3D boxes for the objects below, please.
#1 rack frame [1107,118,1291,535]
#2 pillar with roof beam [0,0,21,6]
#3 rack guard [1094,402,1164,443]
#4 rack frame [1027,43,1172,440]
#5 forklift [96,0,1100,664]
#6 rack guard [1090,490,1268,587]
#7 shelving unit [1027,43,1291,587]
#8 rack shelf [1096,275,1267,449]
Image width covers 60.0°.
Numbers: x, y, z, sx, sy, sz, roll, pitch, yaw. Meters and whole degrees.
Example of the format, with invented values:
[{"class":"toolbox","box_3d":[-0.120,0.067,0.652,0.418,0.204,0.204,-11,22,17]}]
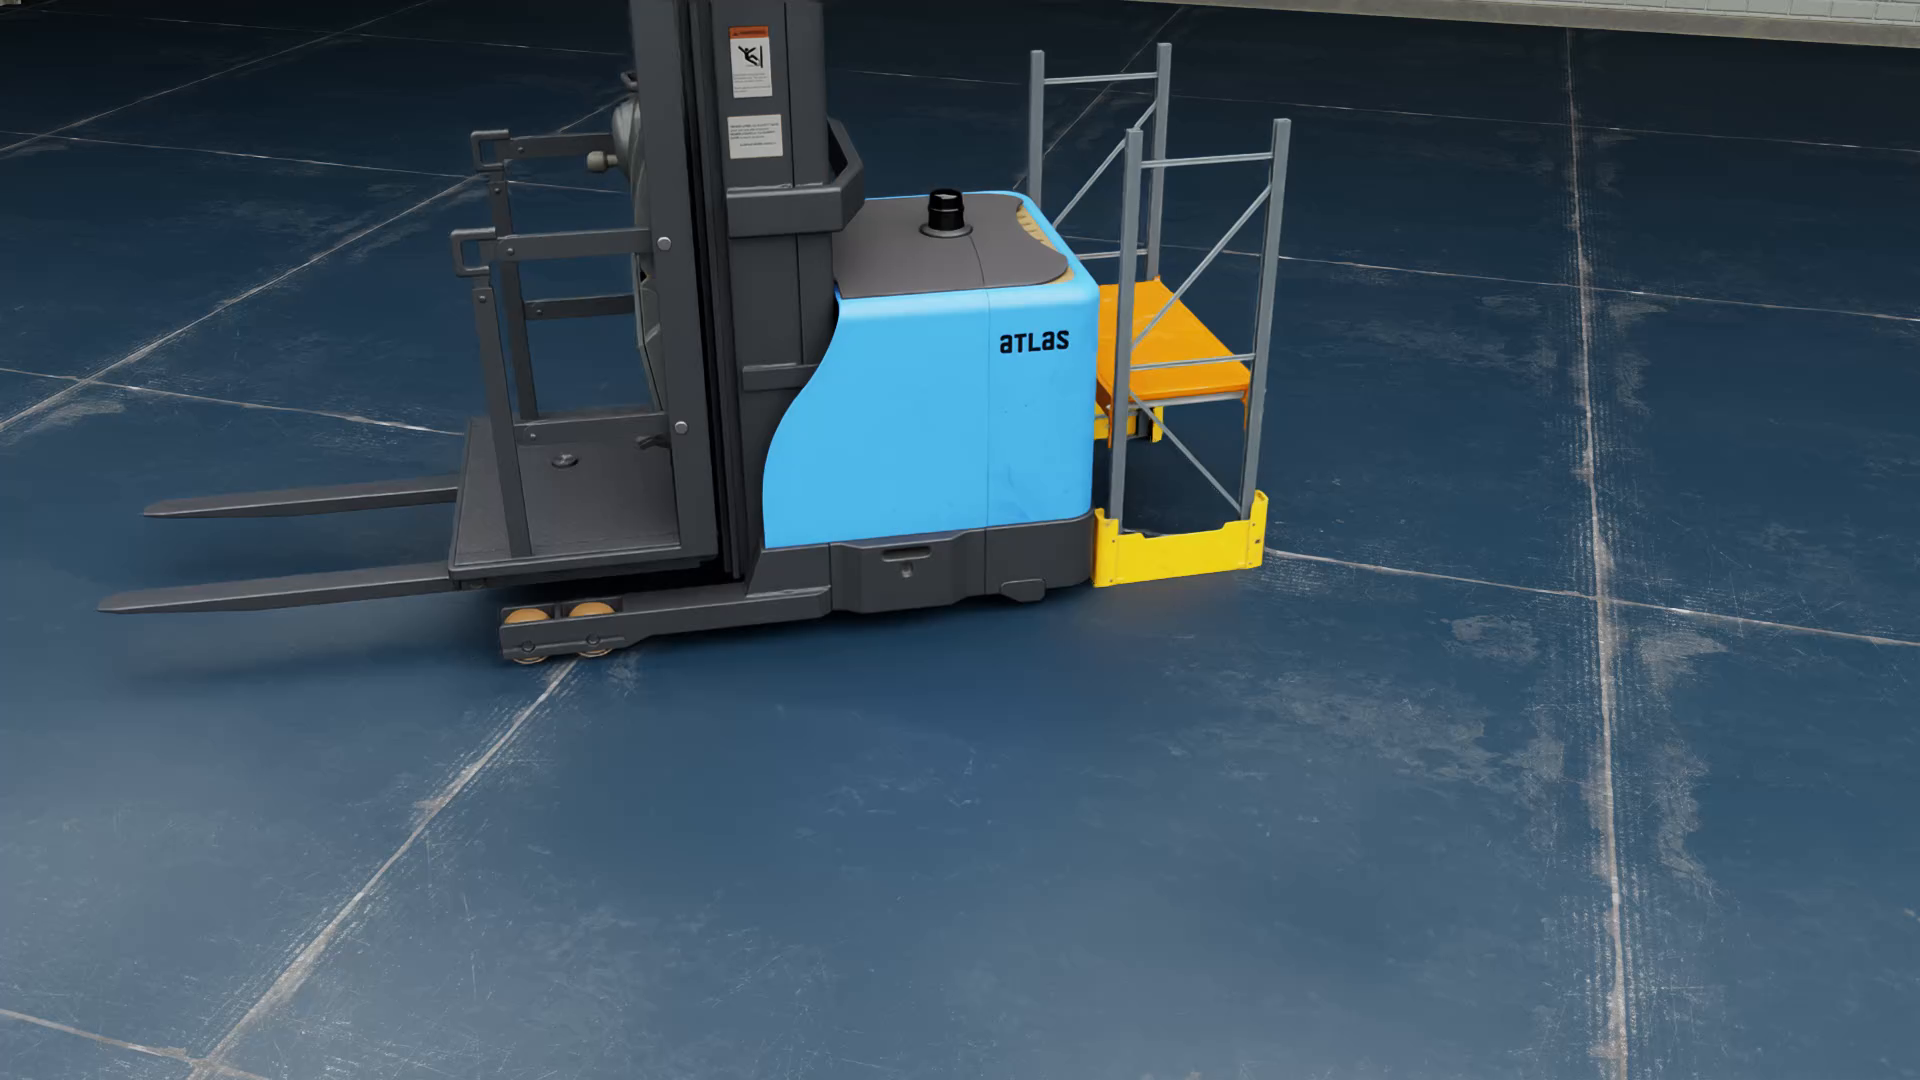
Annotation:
[{"class":"rack frame","box_3d":[0.725,-0.552,5.199,0.500,1.500,0.032,-7,30,-12]},{"class":"pillar with roof beam","box_3d":[-3.818,-7.673,10.286,9.100,9.000,0.400,8,30,15]},{"class":"rack guard","box_3d":[0.490,-0.477,6.350,0.587,0.250,0.087,-7,30,-12]},{"class":"rack frame","box_3d":[0.485,-1.032,6.063,0.500,1.500,0.032,-7,30,-12]},{"class":"forklift","box_3d":[-1.138,-1.183,4.862,3.031,2.935,1.130,-6,30,-10]},{"class":"rack guard","box_3d":[0.724,-0.006,5.504,0.587,0.250,0.087,-7,30,-12]},{"class":"shelving unit","box_3d":[0.607,-0.788,5.623,0.587,1.500,1.083,-7,30,-12]},{"class":"rack shelf","box_3d":[0.605,-0.635,5.718,0.538,0.185,1.000,-7,30,-12]}]
